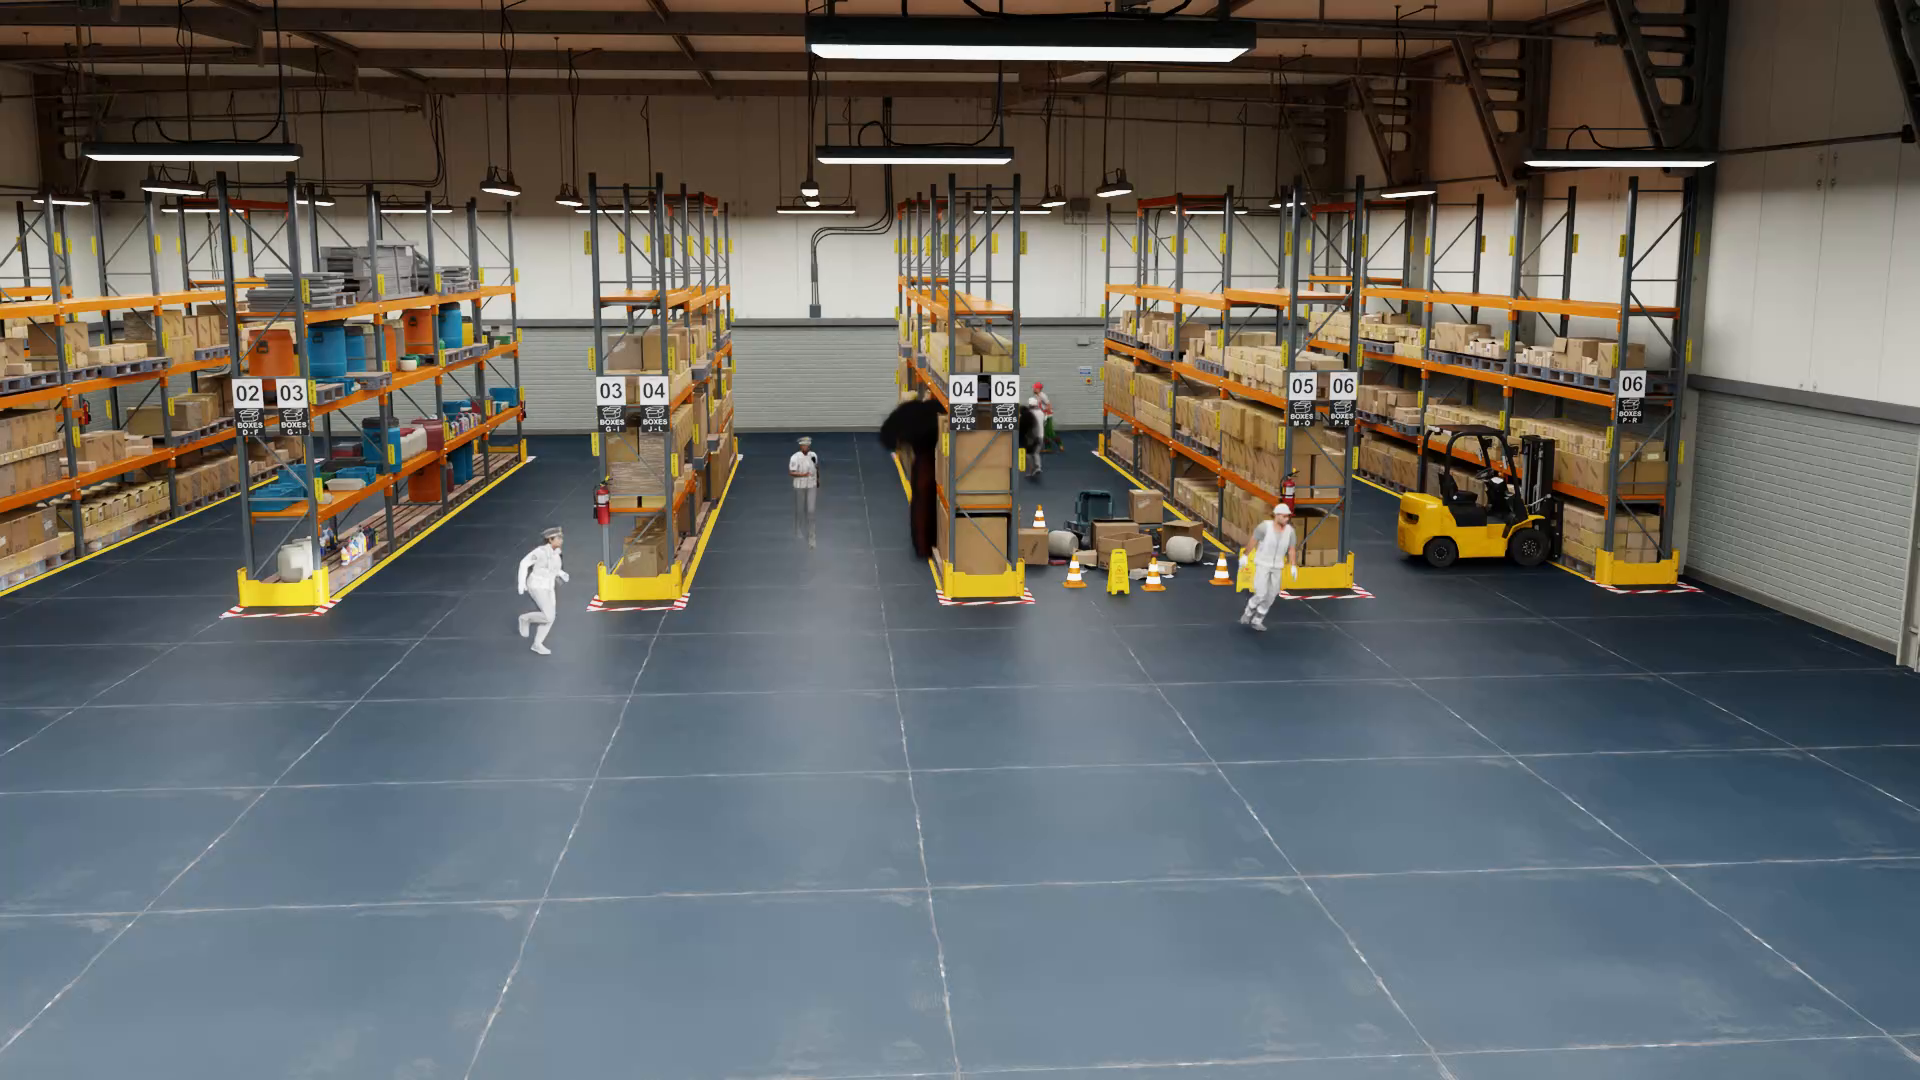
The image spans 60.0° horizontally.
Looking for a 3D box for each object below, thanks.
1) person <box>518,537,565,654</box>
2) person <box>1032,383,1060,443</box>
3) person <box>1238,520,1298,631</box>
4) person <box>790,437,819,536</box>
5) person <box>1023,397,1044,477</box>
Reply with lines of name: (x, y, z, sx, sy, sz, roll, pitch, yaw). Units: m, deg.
person: (-5.211, 0.632, 20.691, 0.644, 1.584, 0.619, 4, 11, 19)
person: (2.071, -3.099, 40.690, 0.646, 1.502, 0.611, -3, 11, -19)
person: (4.034, 0.456, 21.732, 0.658, 1.514, 0.567, -3, 10, -15)
person: (-2.485, -0.870, 26.676, 0.523, 1.609, 0.788, -3, 10, -15)
person: (1.618, -2.210, 36.188, 0.492, 1.756, 0.819, -4, 11, -21)
